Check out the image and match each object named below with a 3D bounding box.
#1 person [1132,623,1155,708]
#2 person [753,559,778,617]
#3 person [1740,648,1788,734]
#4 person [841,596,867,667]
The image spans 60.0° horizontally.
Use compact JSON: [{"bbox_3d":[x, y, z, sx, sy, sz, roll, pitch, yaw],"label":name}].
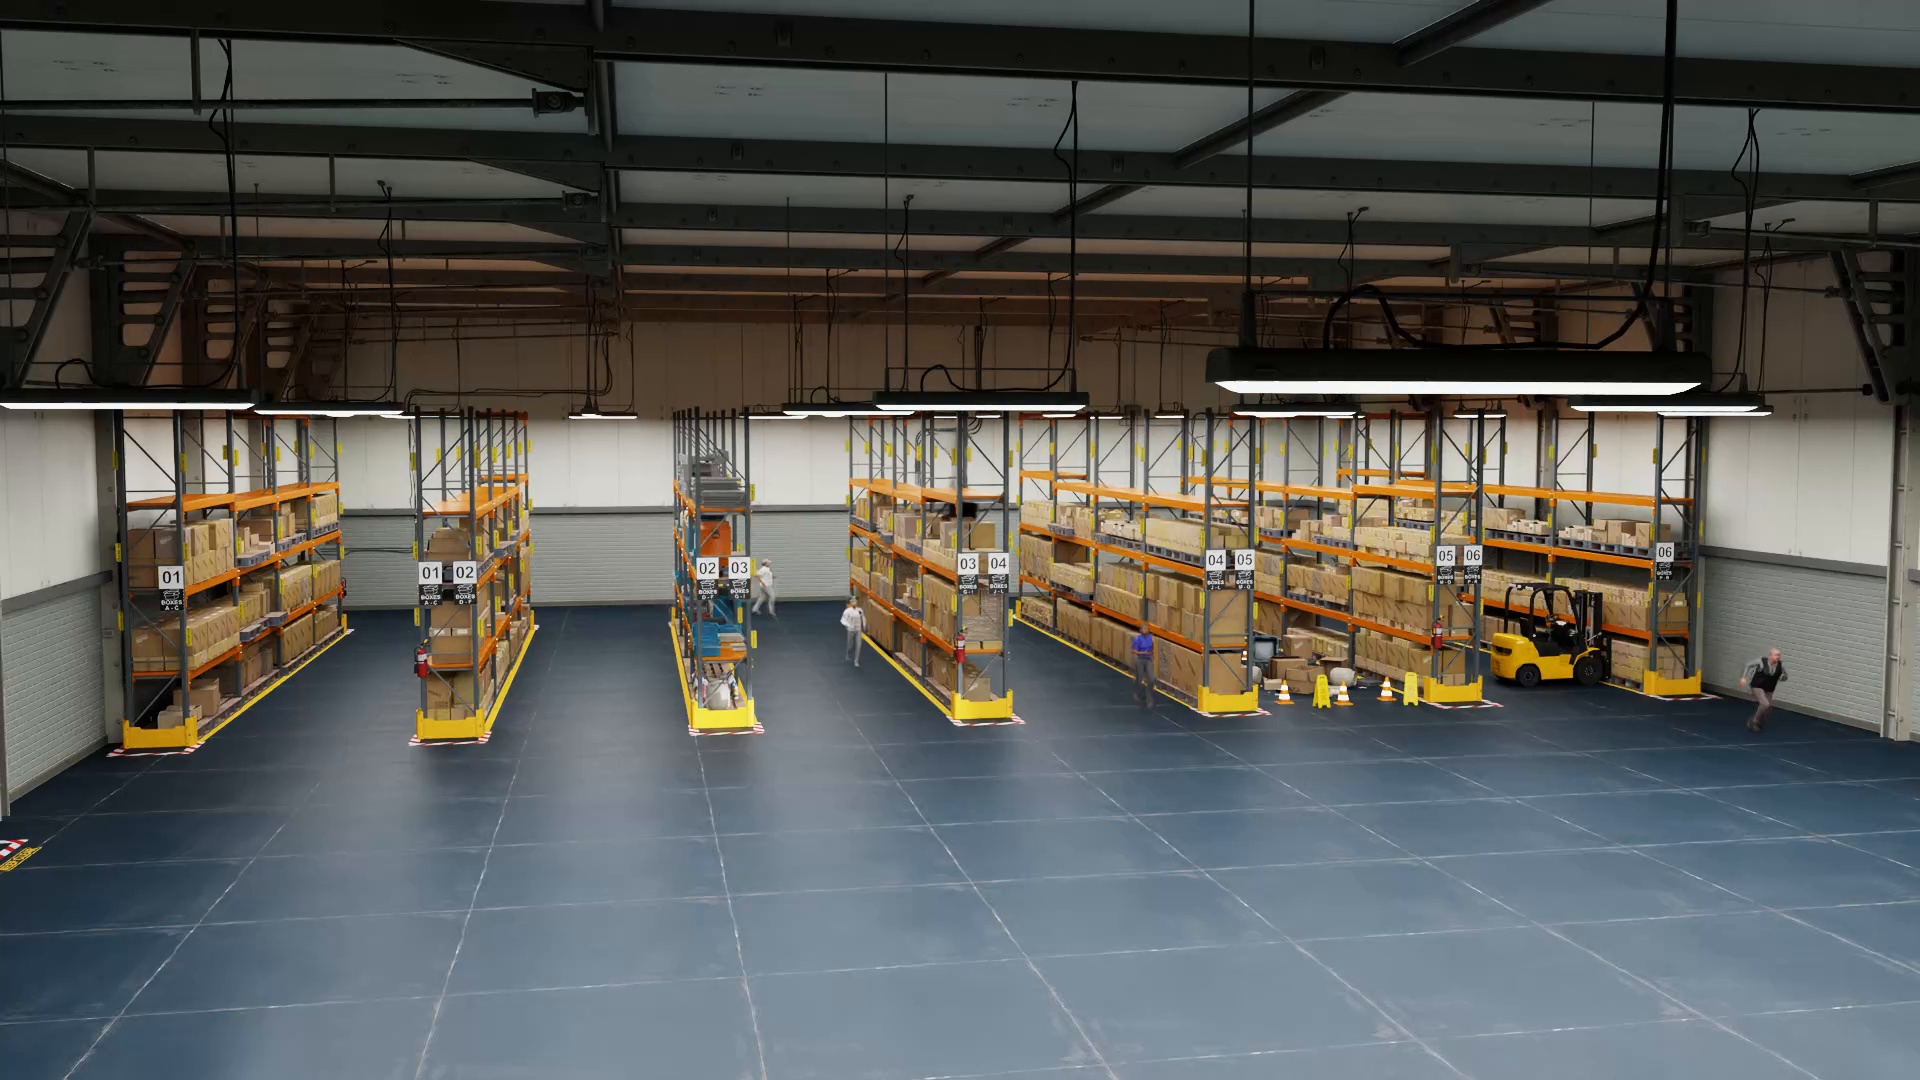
[{"bbox_3d":[3.693,2.531,33.624,0.608,1.724,0.852,-2,4,-22],"label":"person"},{"bbox_3d":[-5.744,1.412,48.991,0.771,1.727,0.579,0,4,-6],"label":"person"},{"bbox_3d":[14.781,2.768,30.545,0.703,1.612,0.829,-1,4,-11],"label":"person"},{"bbox_3d":[-2.468,2.128,38.927,0.625,1.649,0.723,-1,4,-16],"label":"person"}]
